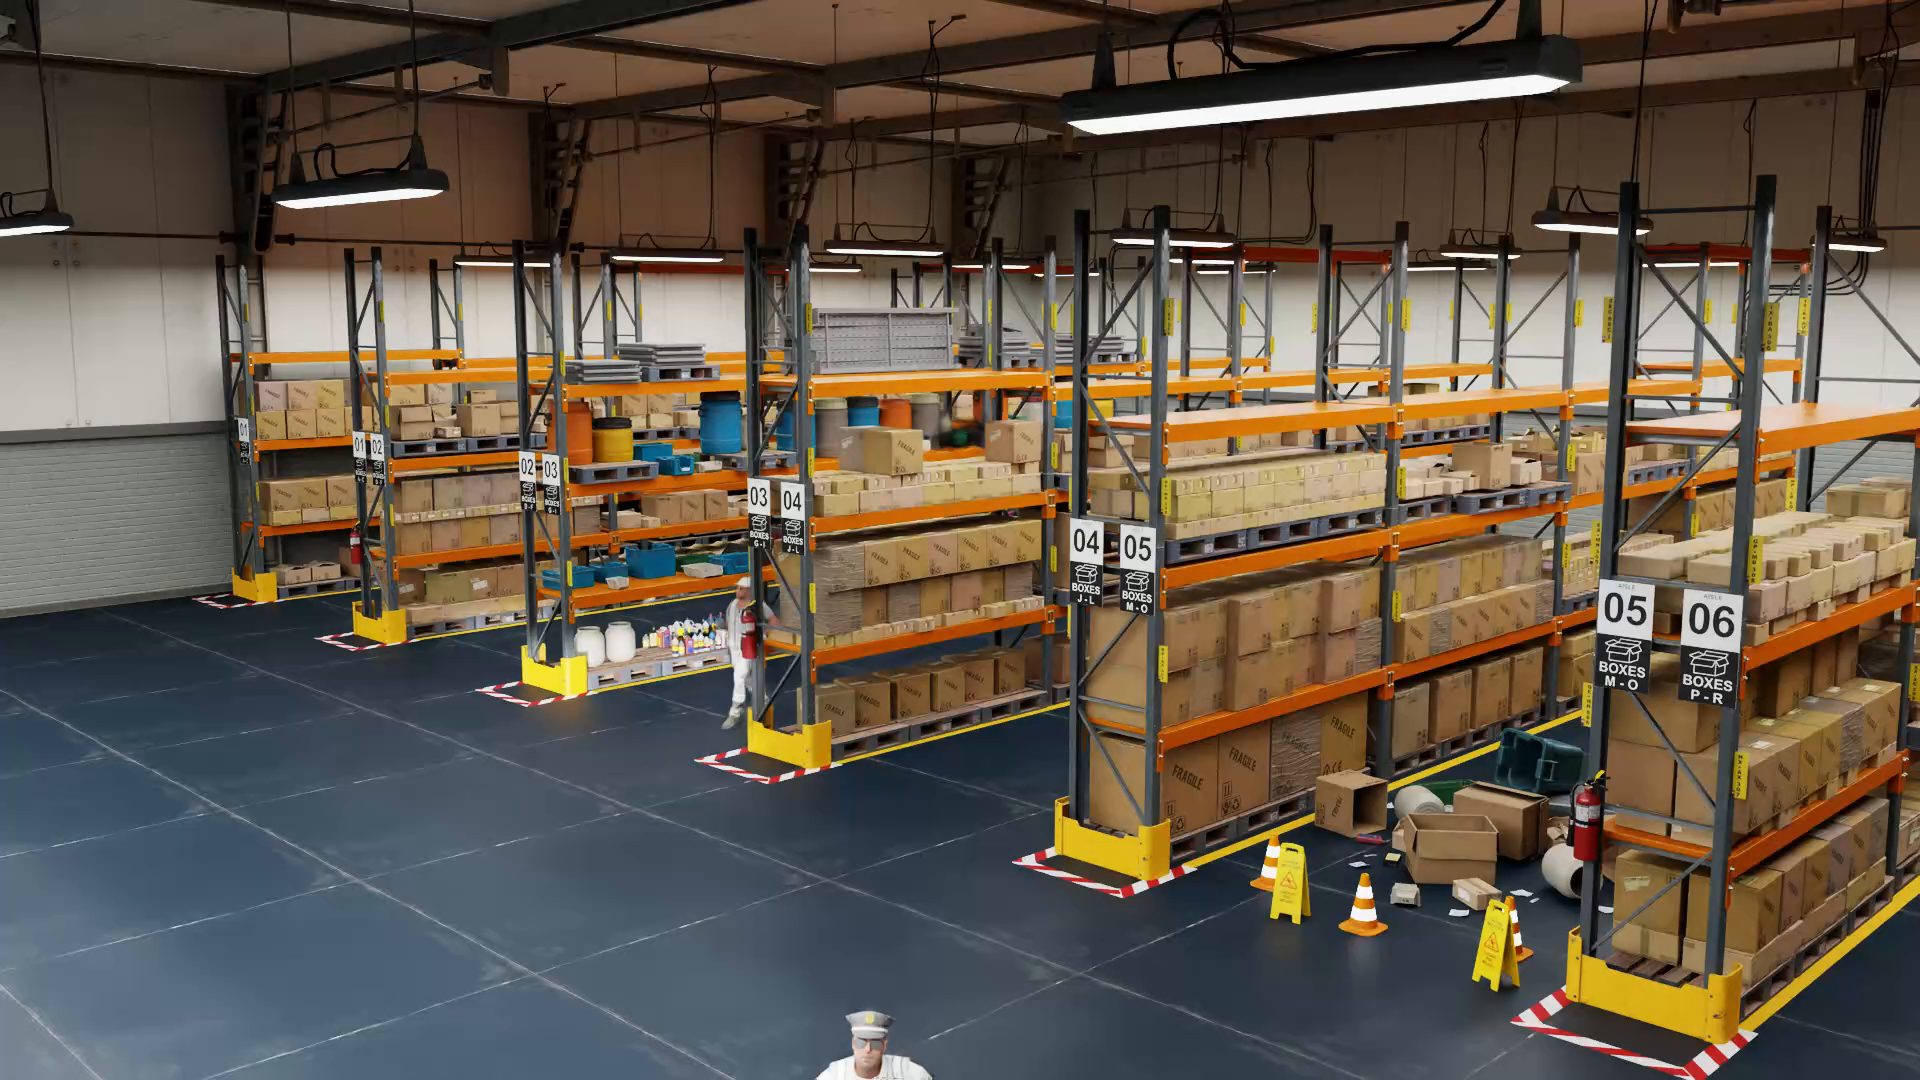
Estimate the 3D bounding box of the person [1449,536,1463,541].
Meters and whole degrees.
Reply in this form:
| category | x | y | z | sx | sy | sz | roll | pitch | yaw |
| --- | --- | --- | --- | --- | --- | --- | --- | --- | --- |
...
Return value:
| category | x | y | z | sx | sy | sz | roll | pitch | yaw |
| --- | --- | --- | --- | --- | --- | --- | --- | --- | --- |
| person | 7.717 | 0.724 | 25.707 | 0.742 | 1.616 | 0.593 | -7 | 11 | -40 |

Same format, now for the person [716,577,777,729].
| category | x | y | z | sx | sy | sz | roll | pitch | yaw |
| --- | --- | --- | --- | --- | --- | --- | --- | --- | --- |
| person | -2.666 | 1.356 | 20.506 | 0.647 | 1.808 | 0.877 | 7 | 11 | 40 |

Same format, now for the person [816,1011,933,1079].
| category | x | y | z | sx | sy | sz | roll | pitch | yaw |
| --- | --- | --- | --- | --- | --- | --- | --- | --- | --- |
| person | -0.445 | 3.156 | 8.230 | 0.680 | 1.752 | 0.612 | 0 | 8 | 1 |
